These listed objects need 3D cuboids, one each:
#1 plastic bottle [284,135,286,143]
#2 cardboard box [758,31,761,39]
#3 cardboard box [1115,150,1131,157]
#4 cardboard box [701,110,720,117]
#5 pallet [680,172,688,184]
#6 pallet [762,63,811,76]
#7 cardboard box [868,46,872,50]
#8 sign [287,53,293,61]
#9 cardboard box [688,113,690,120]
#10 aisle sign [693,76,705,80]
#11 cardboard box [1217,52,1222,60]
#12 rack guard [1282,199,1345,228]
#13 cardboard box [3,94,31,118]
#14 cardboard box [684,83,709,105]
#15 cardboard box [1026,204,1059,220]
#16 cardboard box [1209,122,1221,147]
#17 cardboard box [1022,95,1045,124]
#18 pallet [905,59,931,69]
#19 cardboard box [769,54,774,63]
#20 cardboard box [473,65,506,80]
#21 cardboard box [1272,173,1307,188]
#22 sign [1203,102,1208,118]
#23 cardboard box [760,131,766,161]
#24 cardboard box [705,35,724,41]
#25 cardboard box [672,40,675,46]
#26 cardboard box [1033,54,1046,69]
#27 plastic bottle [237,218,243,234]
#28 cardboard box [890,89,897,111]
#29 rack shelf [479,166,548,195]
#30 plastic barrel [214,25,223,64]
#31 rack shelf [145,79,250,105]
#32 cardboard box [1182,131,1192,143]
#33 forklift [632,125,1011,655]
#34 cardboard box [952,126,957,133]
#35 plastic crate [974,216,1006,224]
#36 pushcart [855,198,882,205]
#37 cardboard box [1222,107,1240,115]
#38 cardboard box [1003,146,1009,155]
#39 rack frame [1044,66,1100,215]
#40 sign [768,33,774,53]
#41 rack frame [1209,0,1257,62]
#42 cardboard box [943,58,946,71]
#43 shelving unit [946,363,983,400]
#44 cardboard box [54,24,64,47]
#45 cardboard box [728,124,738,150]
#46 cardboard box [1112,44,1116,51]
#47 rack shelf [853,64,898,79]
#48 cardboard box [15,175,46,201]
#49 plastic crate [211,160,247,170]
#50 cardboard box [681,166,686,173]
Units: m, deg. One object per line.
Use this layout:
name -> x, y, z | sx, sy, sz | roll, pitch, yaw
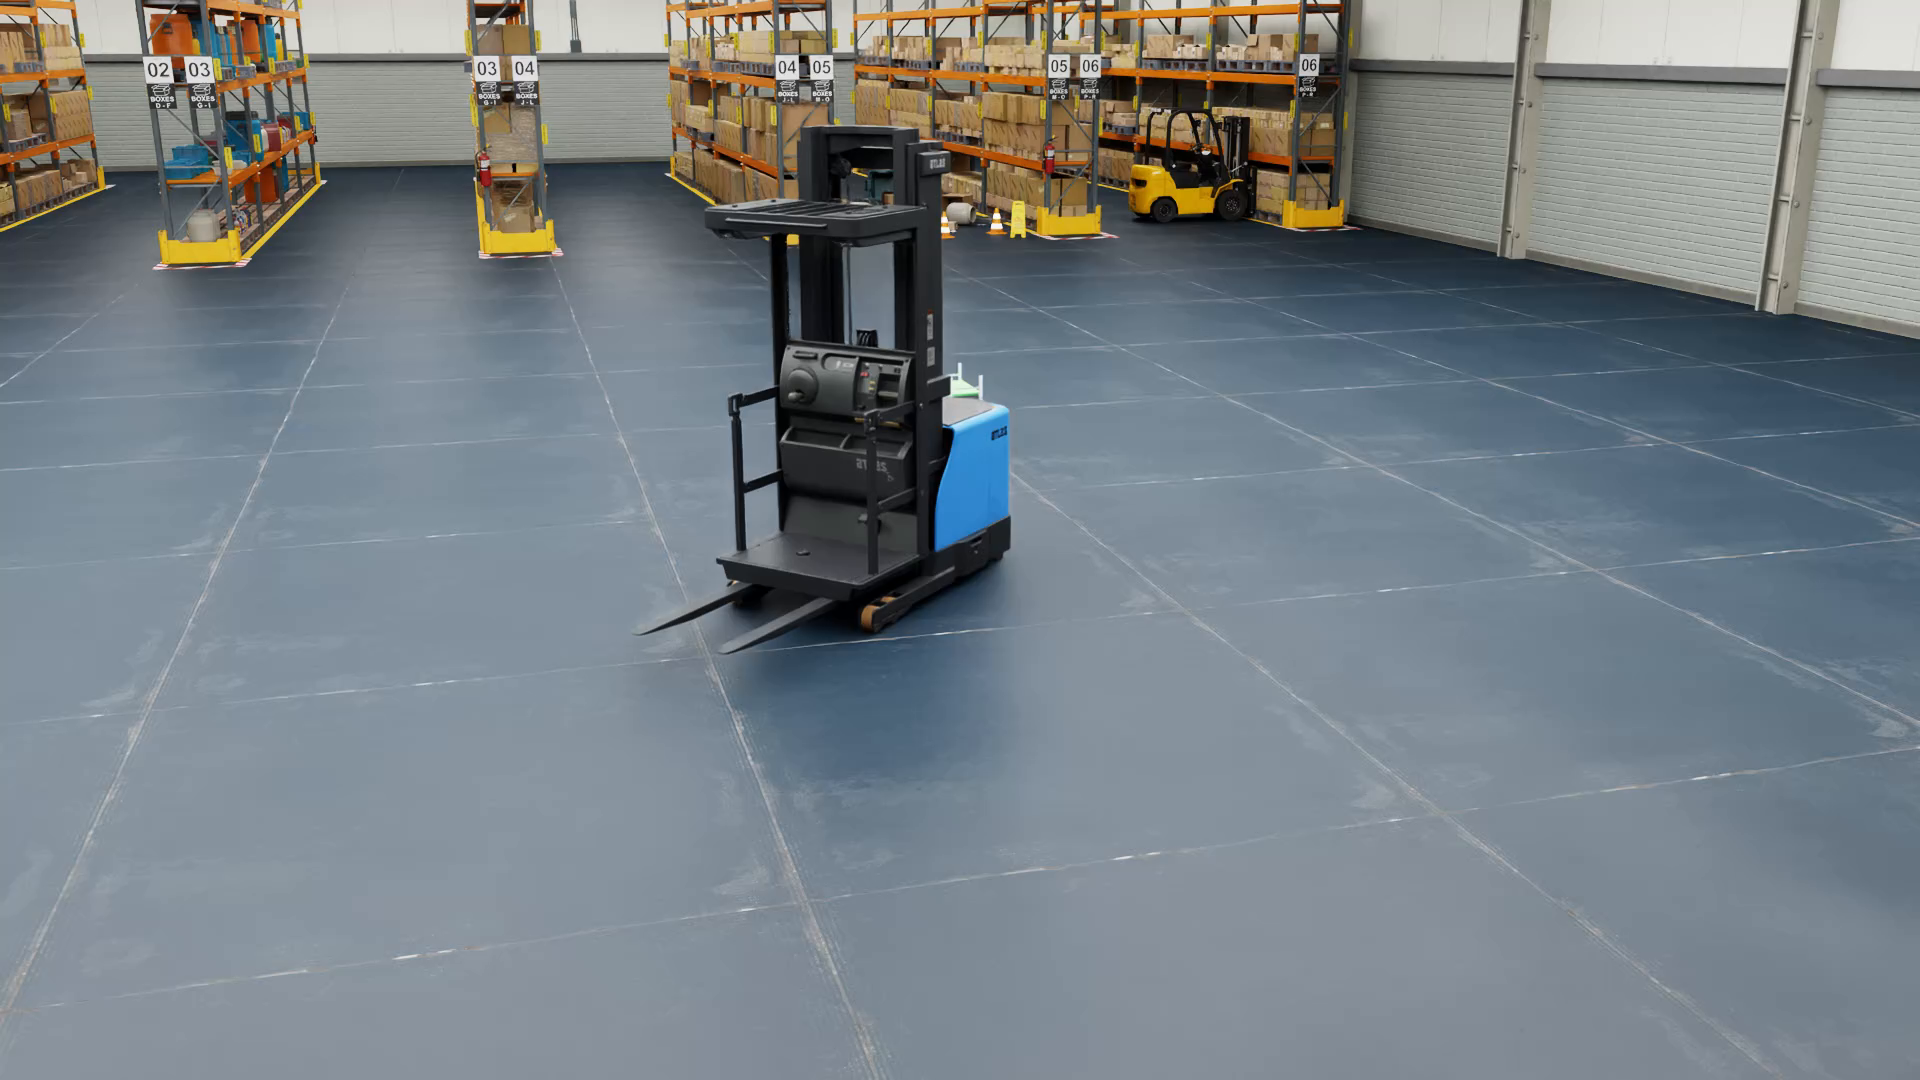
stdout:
plastic bottle -> -14.792, -8.779, 36.311 | 0.097, 0.201, 0.097 | 0, 17, 0
cardboard box -> -3.385, -8.997, 29.621 | 0.380, 0.149, 0.250 | -5, 17, -15
cardboard box -> 4.005, -9.454, 40.699 | 0.380, 0.149, 0.250 | -5, 17, -16
cardboard box -> -5.529, -9.450, 36.870 | 0.380, 0.149, 0.250 | -5, 17, -16
pallet -> -6.543, -9.207, 42.236 | 1.003, 0.211, 1.213 | -5, 17, -15
pallet -> -2.902, -8.301, 29.312 | 1.003, 0.211, 1.213 | -5, 17, -15
cardboard box -> -2.143, -13.044, 44.304 | 0.500, 0.250, 0.500 | -6, 18, -20
sign -> -15.015, -10.750, 37.295 | 0.100, 0.325, 0.005 | -5, 17, -15
cardboard box -> -6.175, -9.957, 39.074 | 0.380, 0.149, 0.250 | -4, 17, -14
aisle sign -> -6.817, -12.417, 43.556 | 0.394, 0.787, 0.004 | -5, 17, -15
cardboard box -> 5.547, -10.039, 34.476 | 0.380, 0.149, 0.250 | -4, 17, -14
rack guard -> 6.822, -6.311, 32.094 | 1.175, 0.500, 0.348 | -5, 17, -15
cardboard box -> -20.696, -9.521, 36.524 | 0.500, 0.500, 0.500 | -5, 17, -15
cardboard box -> -6.375, -10.799, 40.261 | 0.500, 0.500, 0.500 | -5, 18, -17
cardboard box -> 1.556, -6.215, 31.477 | 0.500, 0.250, 0.500 | -5, 17, -16
cardboard box -> 5.587, -8.526, 34.948 | 0.500, 0.500, 0.500 | -5, 17, -17
cardboard box -> 1.562, -8.055, 31.126 | 0.700, 0.500, 0.500 | -5, 17, -15
pallet -> -0.693, -11.164, 39.017 | 1.003, 0.211, 1.213 | -4, 17, -13
cardboard box -> -3.105, -8.333, 28.797 | 0.380, 0.149, 0.250 | -5, 17, -15
cardboard box -> -7.862, -7.816, 27.805 | 0.500, 0.250, 0.500 | -4, 17, -14
cardboard box -> 6.389, -6.981, 32.289 | 0.500, 0.250, 0.500 | -4, 17, -13
sign -> 5.197, -9.092, 35.133 | 0.100, 0.325, 0.005 | -5, 17, -15
cardboard box -> -3.224, -7.332, 30.885 | 0.875, 0.550, 0.500 | -5, 17, -15
cardboard box -> -5.403, -10.998, 36.634 | 0.396, 0.266, 0.258 | -5, 17, -15
cardboard box -> -7.092, -12.595, 42.154 | 0.380, 0.149, 0.250 | -4, 17, -14
cardboard box -> 1.644, -8.749, 30.394 | 0.500, 0.250, 0.500 | -5, 17, -16
plastic bottle -> -12.490, -5.446, 28.827 | 0.061, 0.283, 0.133 | -4, 17, -14
cardboard box -> -1.410, -10.823, 40.857 | 0.500, 0.500, 0.500 | -4, 17, -15
rack shelf -> -8.034, -6.547, 29.783 | 1.077, 0.370, 4.000 | -5, 17, -15
plastic barrel -> -13.695, -8.853, 30.125 | 0.600, 0.901, 0.708 | -5, 17, -15
rack shelf -> -12.797, -7.592, 28.048 | 1.077, 0.370, 4.000 | -5, 17, -15
cardboard box -> 5.182, -8.807, 36.318 | 0.500, 0.250, 0.500 | -5, 17, -16
forklift -> -0.821, -0.993, 10.163 | 1.130, 2.935, 3.031 | 9, 19, 28
cardboard box -> 0.029, -9.012, 36.447 | 0.380, 0.149, 0.250 | -4, 17, -12
plastic crate -> 0.587, -6.331, 32.888 | 0.402, 0.080, 0.583 | -12, 20, -34
pushcart -> -1.234, -6.778, 33.861 | 1.648, 0.377, 0.936 | -12, 20, -34
cardboard box -> 5.694, -8.947, 34.705 | 0.380, 0.149, 0.250 | -4, 17, -14
cardboard box -> 1.065, -7.641, 32.611 | 0.380, 0.149, 0.250 | -5, 17, -15
rack frame -> 2.044, -7.122, 30.446 | 1.000, 3.000, 0.127 | -5, 17, -15
sign -> -3.214, -8.486, 28.373 | 0.100, 0.325, 0.005 | -5, 17, -15
rack frame -> 5.716, -11.495, 34.576 | 1.000, 3.000, 0.127 | -5, 17, -15
cardboard box -> -0.162, -10.535, 36.831 | 0.396, 0.266, 0.258 | -5, 17, -15
shelving unit -> -0.033, -0.628, 11.959 | 0.258, 1.200, 0.503 | -5, 17, -17
cardboard box -> -20.954, -11.529, 37.994 | 0.700, 0.500, 0.500 | -5, 17, -15
cardboard box -> -4.465, -8.259, 34.060 | 0.500, 0.500, 0.500 | -5, 17, -15
cardboard box -> 3.881, -11.857, 40.046 | 0.380, 0.149, 0.250 | -5, 17, -15
rack shelf -> -1.804, -12.086, 43.010 | 1.077, 0.370, 4.000 | -5, 17, -15
cardboard box -> -19.490, -7.358, 34.815 | 0.500, 0.500, 0.500 | -5, 18, -17
plastic crate -> -12.656, -6.497, 28.827 | 0.530, 0.136, 0.437 | -5, 17, -15
cardboard box -> -6.912, -9.441, 42.394 | 0.380, 0.149, 0.250 | -6, 18, -18
